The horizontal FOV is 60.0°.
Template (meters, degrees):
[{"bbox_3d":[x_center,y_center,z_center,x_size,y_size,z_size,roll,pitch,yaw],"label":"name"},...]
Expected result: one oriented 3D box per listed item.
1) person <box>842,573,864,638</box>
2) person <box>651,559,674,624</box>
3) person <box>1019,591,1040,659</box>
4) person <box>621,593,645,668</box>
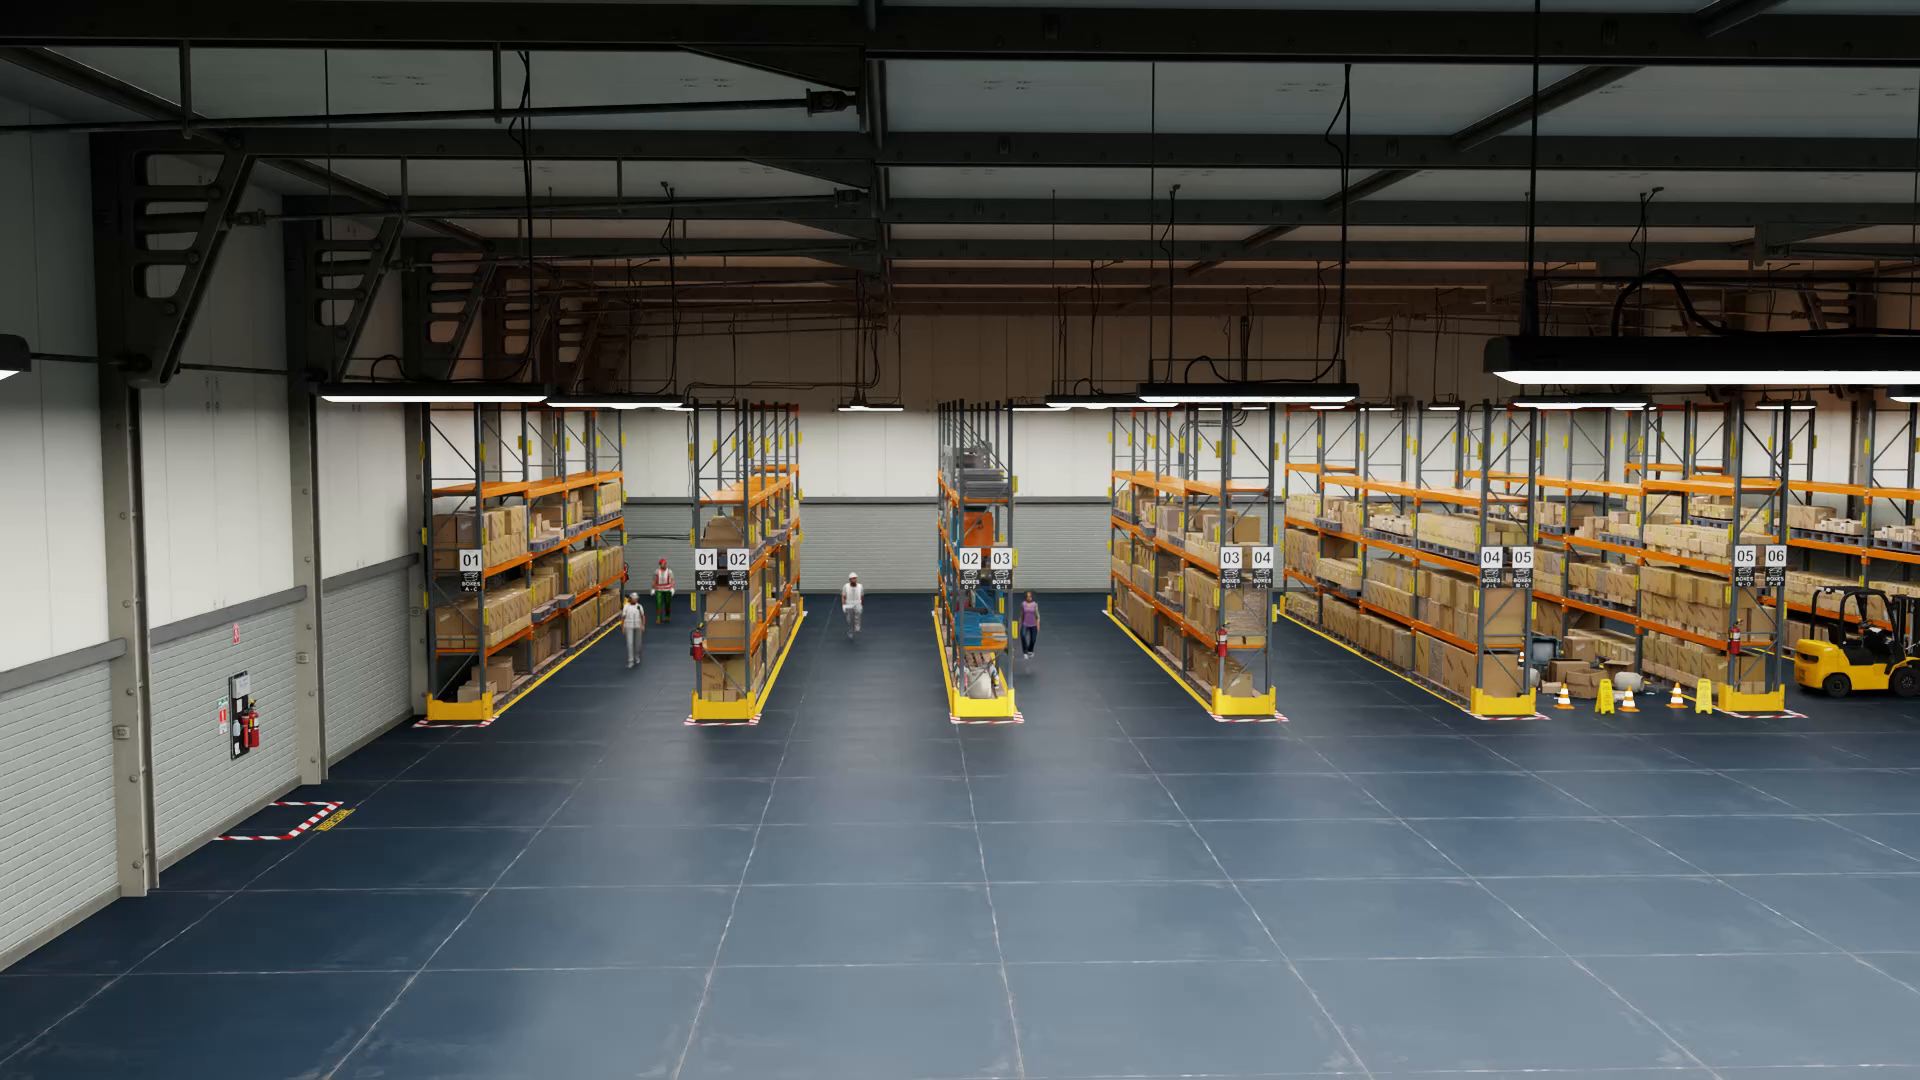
[{"bbox_3d":[-2.681,1.667,41.658,0.565,1.685,1.096,0,4,-4],"label":"person"},{"bbox_3d":[-8.129,1.378,45.433,0.667,1.723,1.034,0,4,-1],"label":"person"},{"bbox_3d":[1.553,1.889,37.079,0.470,1.487,0.791,0,4,0],"label":"person"},{"bbox_3d":[-7.410,2.045,37.908,0.508,1.654,0.724,-2,5,-24],"label":"person"}]
